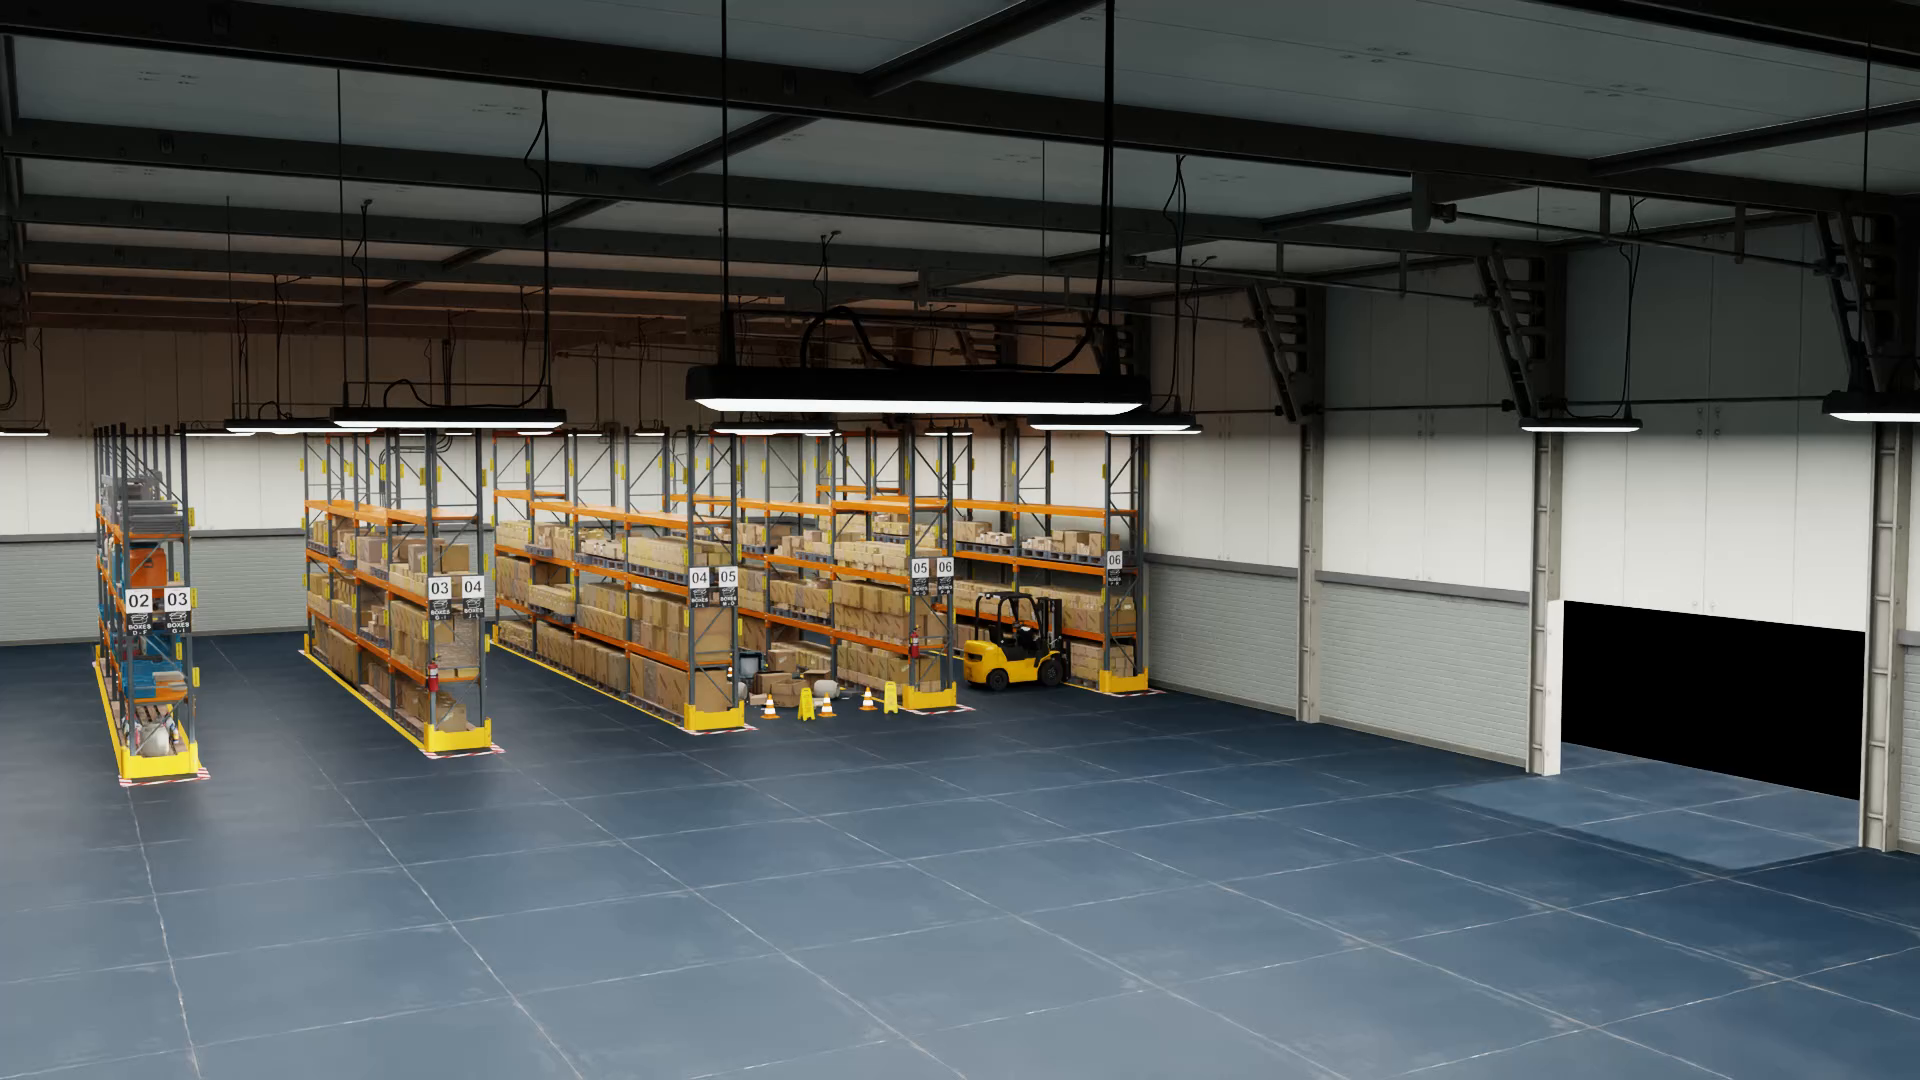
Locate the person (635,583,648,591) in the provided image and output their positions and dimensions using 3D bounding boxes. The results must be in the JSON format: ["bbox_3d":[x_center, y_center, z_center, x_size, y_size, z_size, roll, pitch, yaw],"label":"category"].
[{"bbox_3d":[-9.779,1.821,50.759,0.885,1.637,0.504,-3,5,-44],"label":"person"}]
